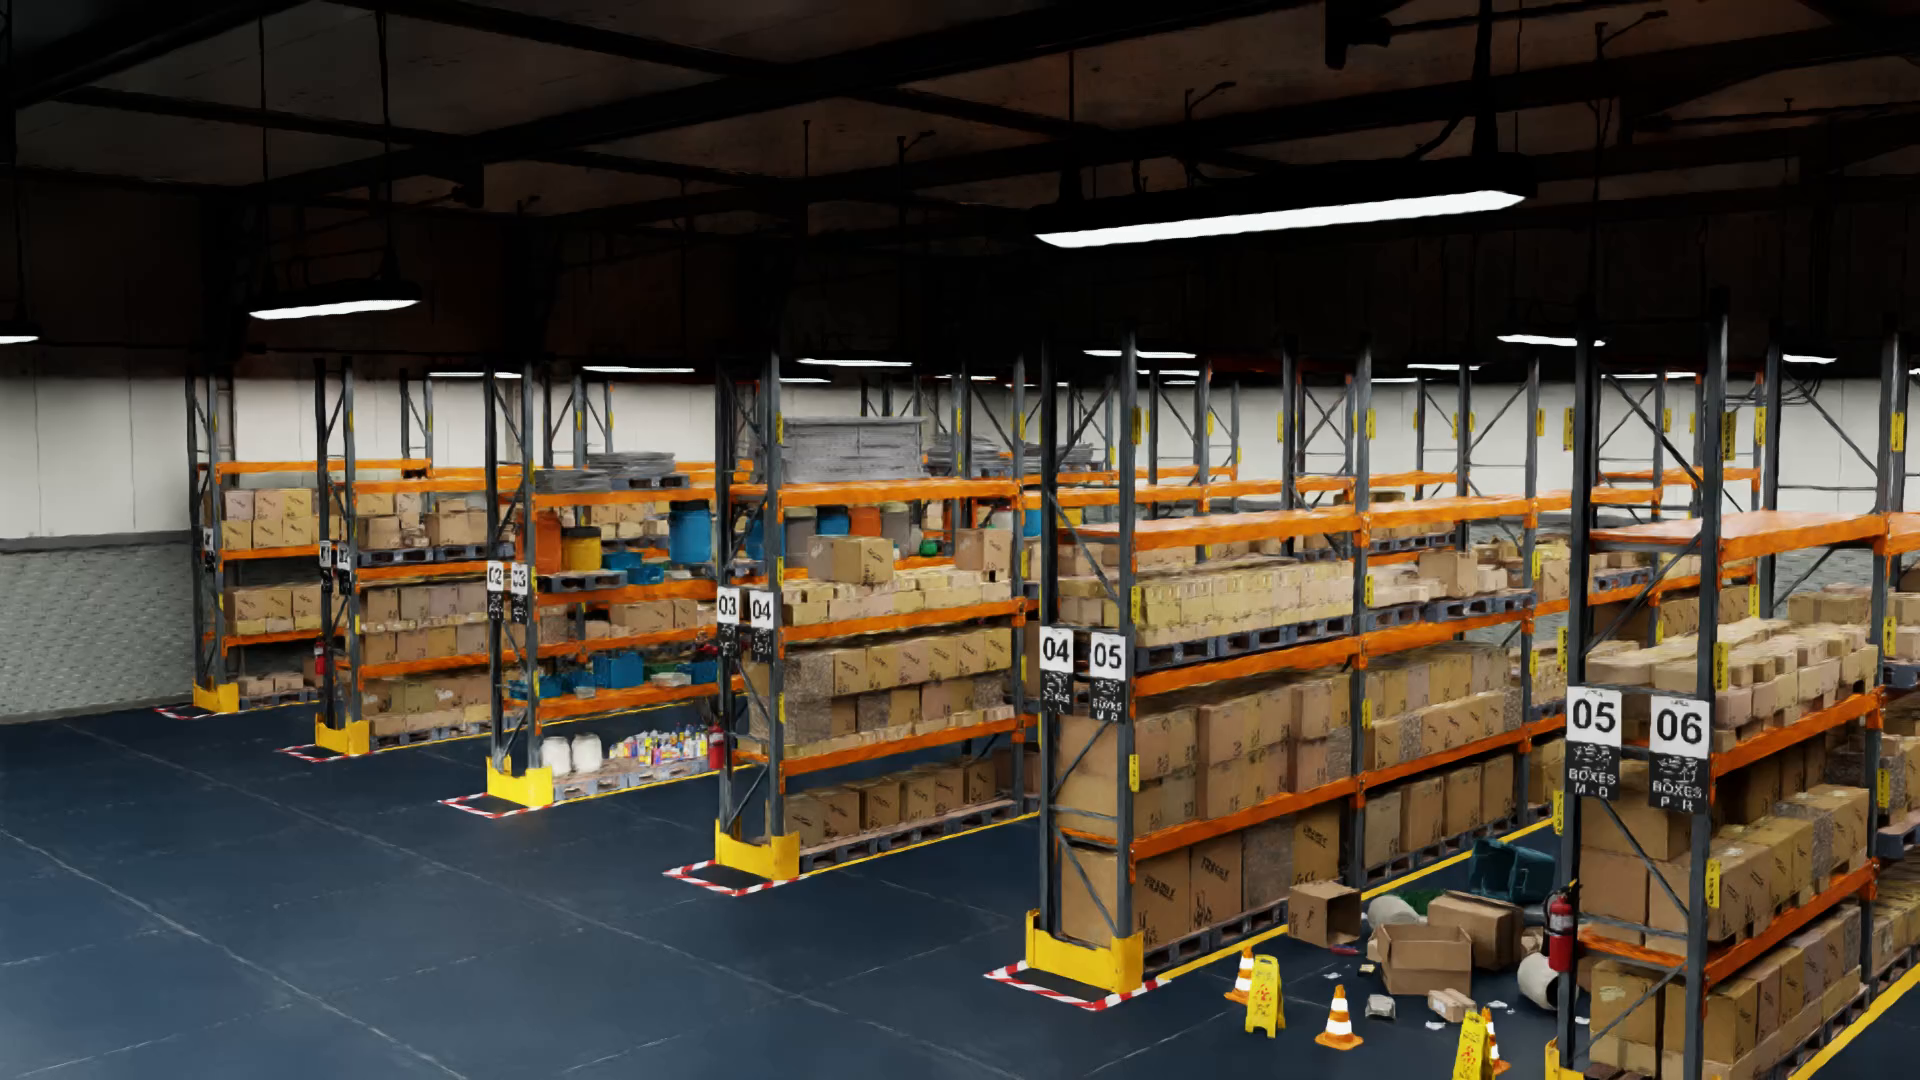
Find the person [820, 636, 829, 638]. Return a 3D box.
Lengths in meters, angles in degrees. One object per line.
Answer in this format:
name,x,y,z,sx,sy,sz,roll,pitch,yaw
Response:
person,-2.626,2.002,30.505,0.677,1.671,0.532,4,6,42

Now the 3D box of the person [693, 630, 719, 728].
person,-4.049,2.279,26.834,0.682,1.675,0.529,4,6,42

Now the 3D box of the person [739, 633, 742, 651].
person,-4.930,1.608,35.209,0.547,1.670,1.116,4,6,41
